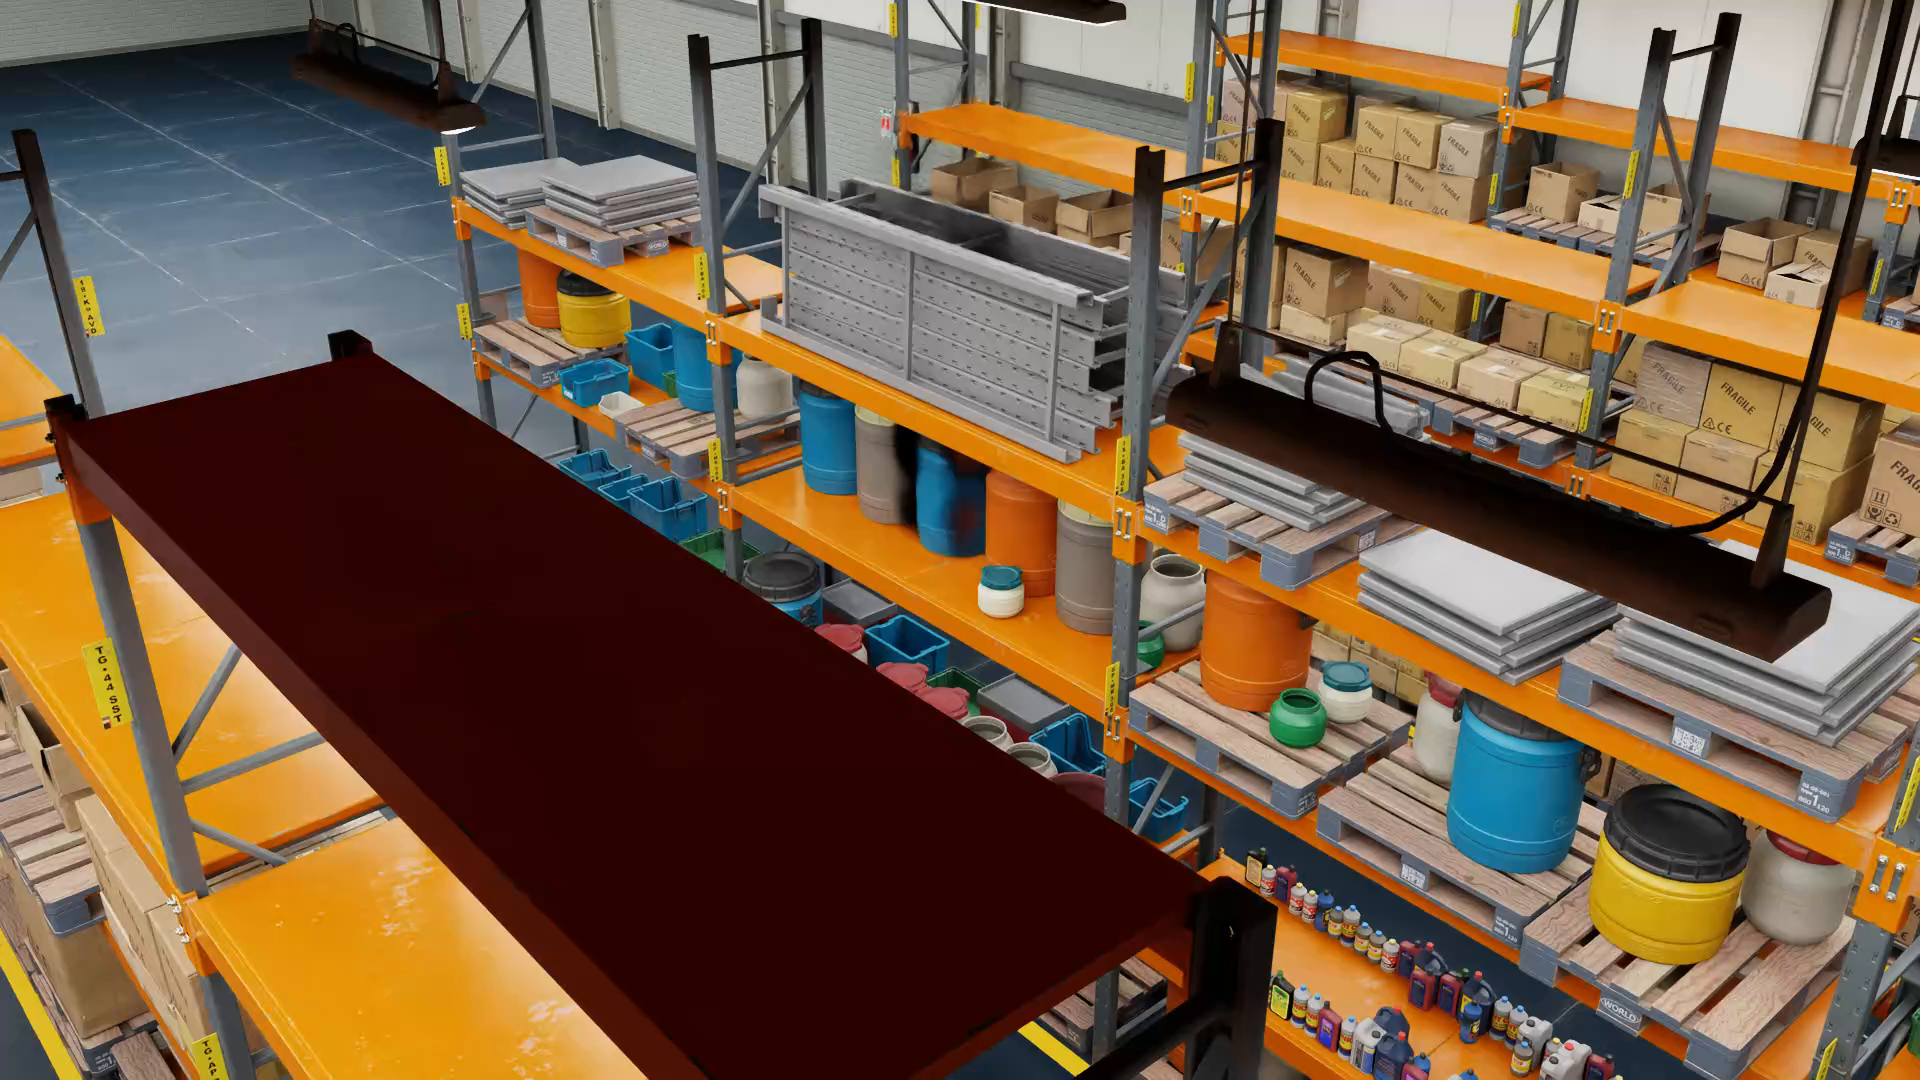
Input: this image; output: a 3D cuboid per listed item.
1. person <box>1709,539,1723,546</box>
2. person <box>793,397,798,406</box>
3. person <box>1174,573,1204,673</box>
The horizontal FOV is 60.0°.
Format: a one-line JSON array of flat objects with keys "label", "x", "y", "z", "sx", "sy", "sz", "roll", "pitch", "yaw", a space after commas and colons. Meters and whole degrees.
[{"label": "person", "x": 6.814, "y": 0.417, "z": 15.009, "sx": 0.549, "sy": 1.606, "sz": 0.607, "roll": 20, "pitch": 33, "yaw": 34}, {"label": "person", "x": -2.214, "y": -2.083, "z": 19.755, "sx": 0.740, "sy": 1.717, "sz": 0.731, "roll": -4, "pitch": 27, "yaw": -9}, {"label": "person", "x": 1.827, "y": 0.999, "z": 13.120, "sx": 0.583, "sy": 1.684, "sz": 0.658, "roll": 18, "pitch": 32, "yaw": 32}]
